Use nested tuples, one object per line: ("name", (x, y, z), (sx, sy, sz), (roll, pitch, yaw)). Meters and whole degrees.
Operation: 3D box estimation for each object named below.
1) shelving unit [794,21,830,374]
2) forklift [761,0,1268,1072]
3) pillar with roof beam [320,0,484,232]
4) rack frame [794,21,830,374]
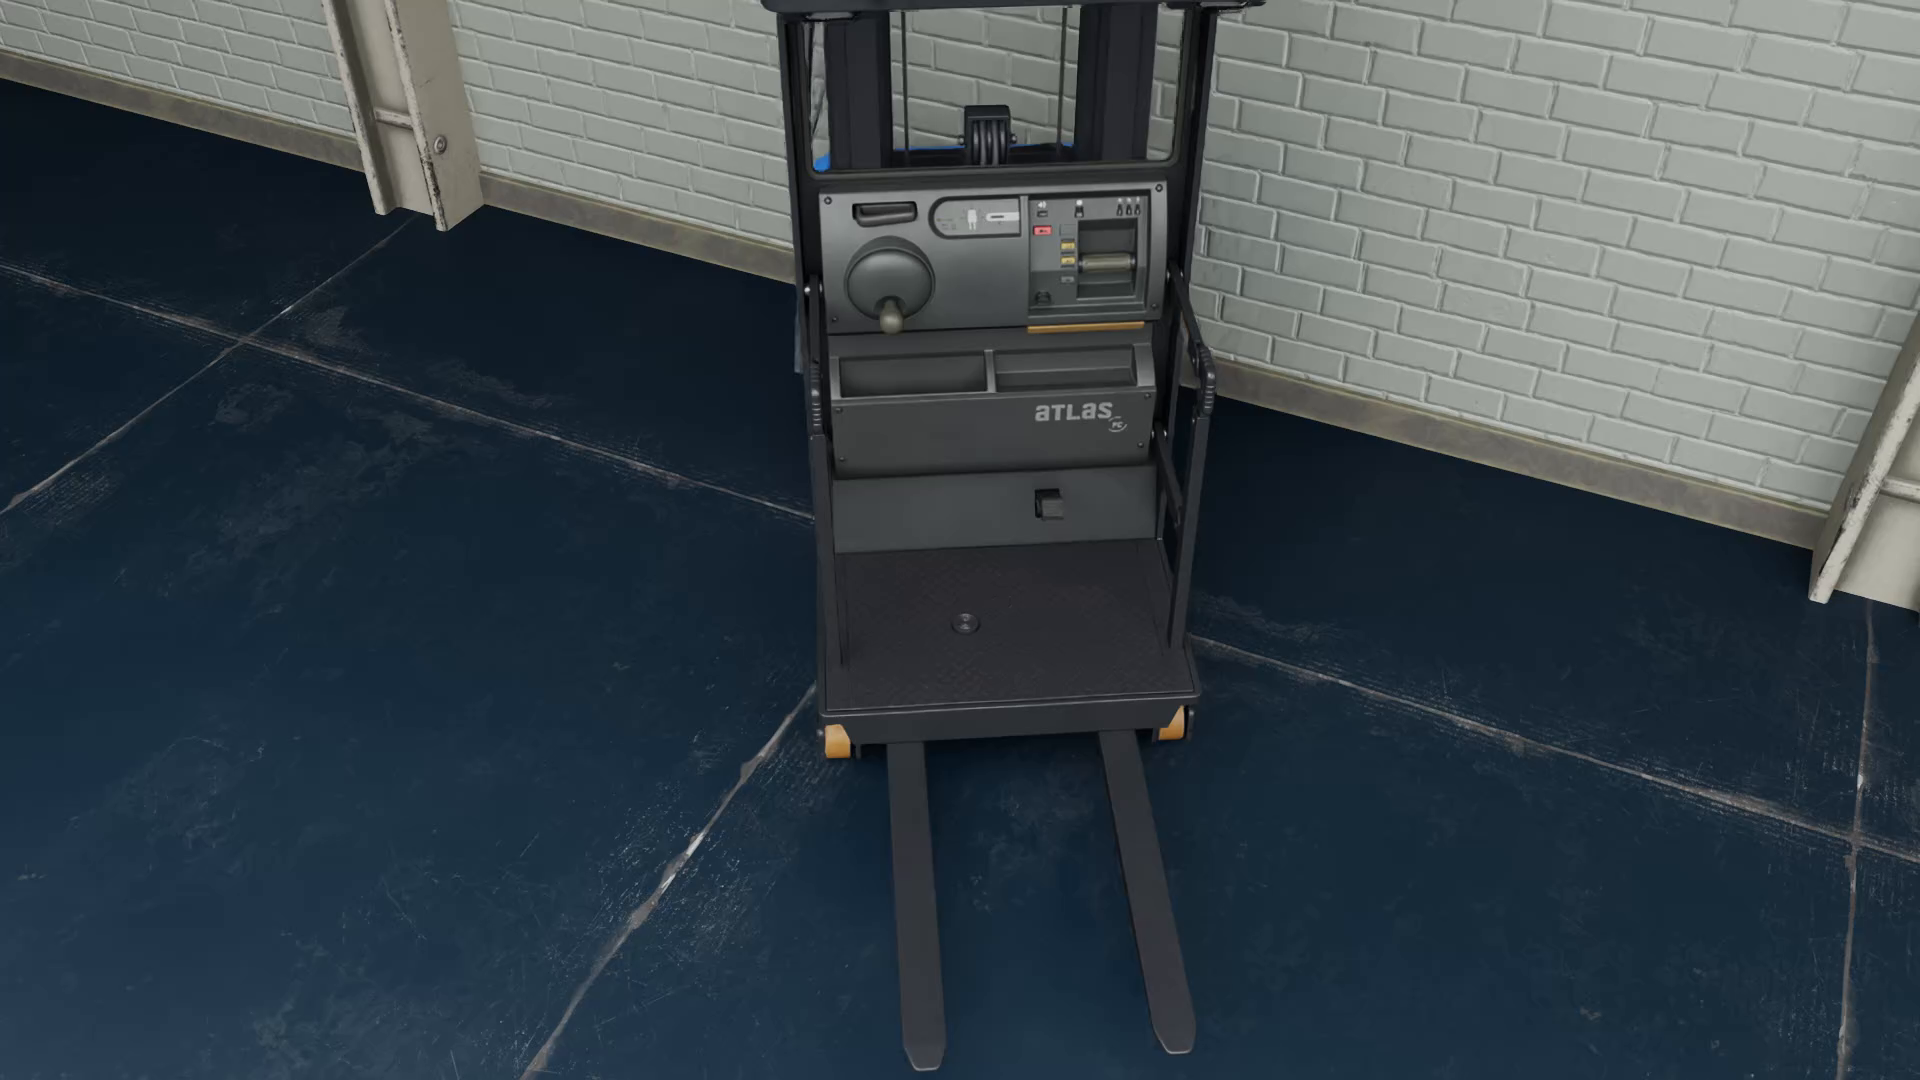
("shelving unit", (-0.019, -1.307, 6.113), (1.048, 1.500, 0.538), (10, 34, 7))
("forklift", (0.111, -0.682, 4.299), (1.130, 2.935, 3.031), (-3, 41, -3))
("pillar with roof beam", (-4.196, -2.347, 1.587), (0.400, 9.000, 9.100), (17, 44, 19))
("rack frame", (-0.516, -1.396, 6.178), (0.032, 1.500, 0.500), (10, 34, 7))
